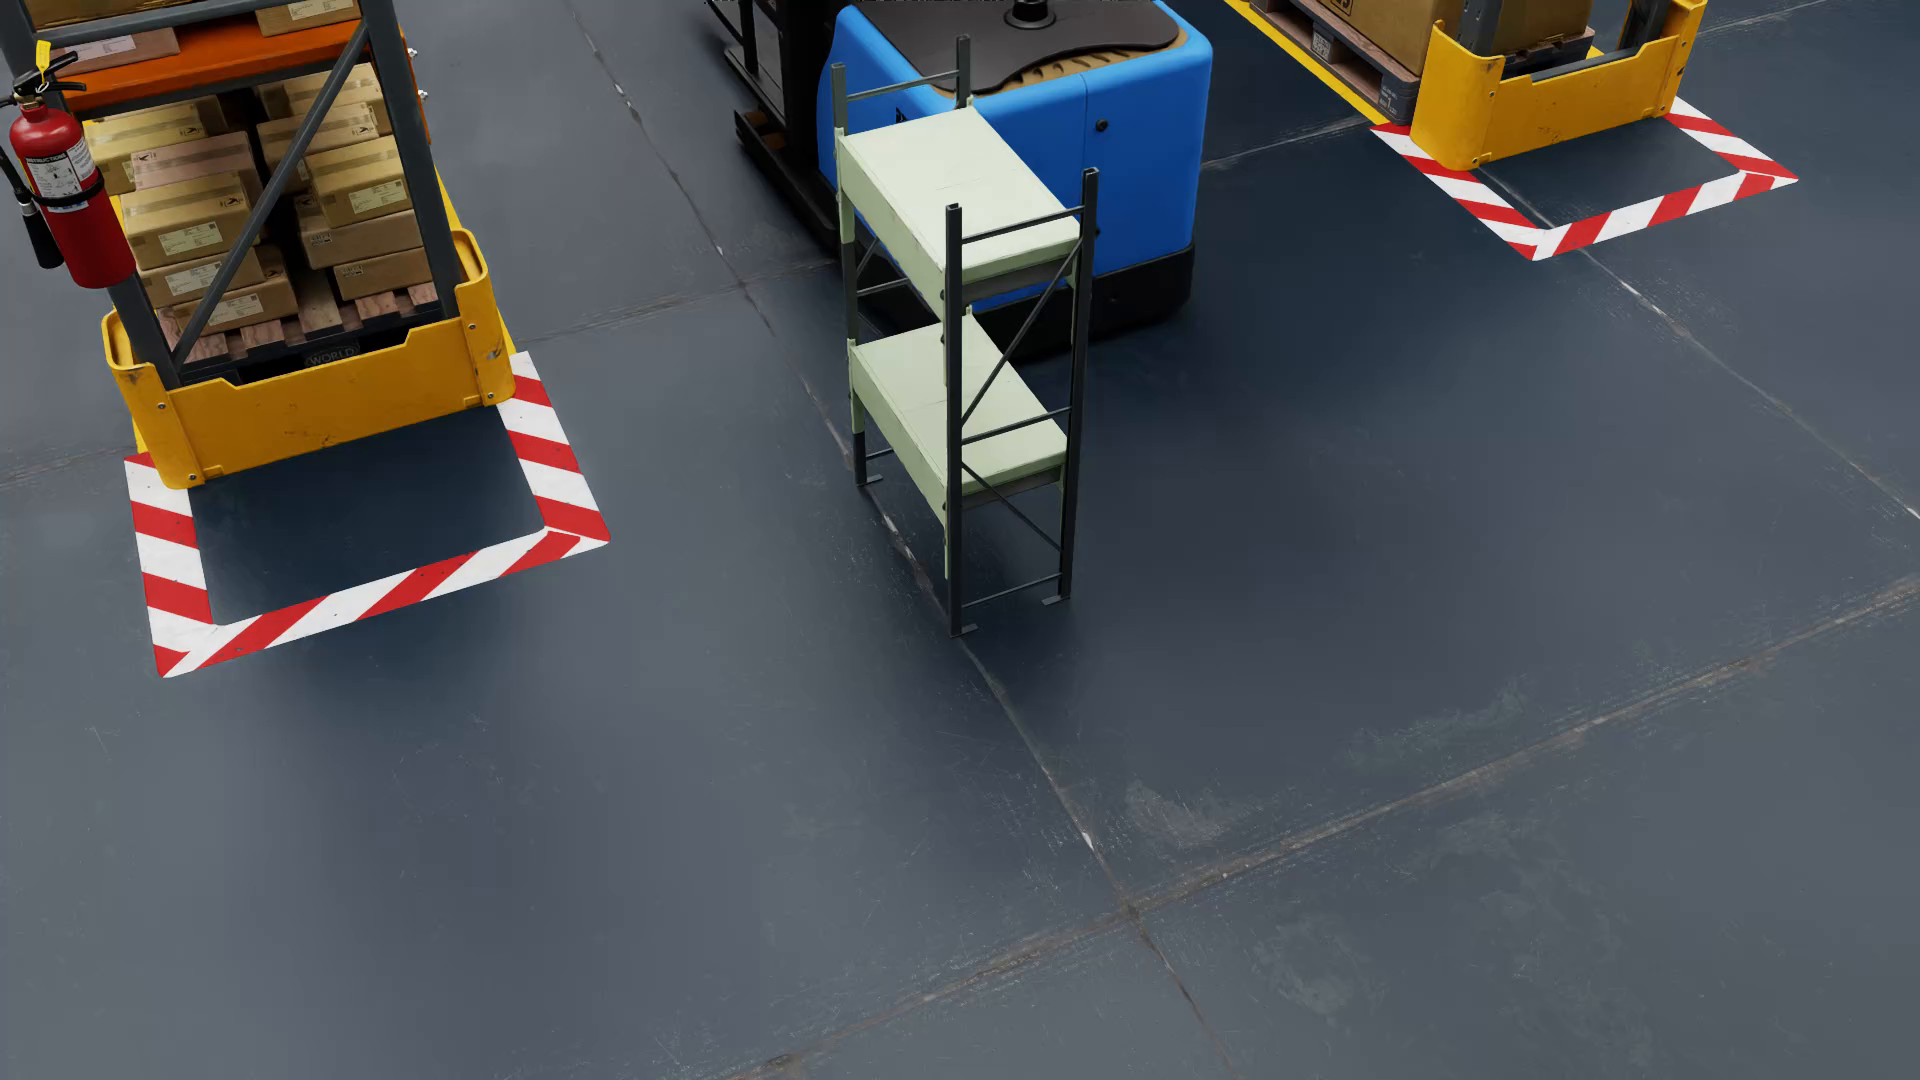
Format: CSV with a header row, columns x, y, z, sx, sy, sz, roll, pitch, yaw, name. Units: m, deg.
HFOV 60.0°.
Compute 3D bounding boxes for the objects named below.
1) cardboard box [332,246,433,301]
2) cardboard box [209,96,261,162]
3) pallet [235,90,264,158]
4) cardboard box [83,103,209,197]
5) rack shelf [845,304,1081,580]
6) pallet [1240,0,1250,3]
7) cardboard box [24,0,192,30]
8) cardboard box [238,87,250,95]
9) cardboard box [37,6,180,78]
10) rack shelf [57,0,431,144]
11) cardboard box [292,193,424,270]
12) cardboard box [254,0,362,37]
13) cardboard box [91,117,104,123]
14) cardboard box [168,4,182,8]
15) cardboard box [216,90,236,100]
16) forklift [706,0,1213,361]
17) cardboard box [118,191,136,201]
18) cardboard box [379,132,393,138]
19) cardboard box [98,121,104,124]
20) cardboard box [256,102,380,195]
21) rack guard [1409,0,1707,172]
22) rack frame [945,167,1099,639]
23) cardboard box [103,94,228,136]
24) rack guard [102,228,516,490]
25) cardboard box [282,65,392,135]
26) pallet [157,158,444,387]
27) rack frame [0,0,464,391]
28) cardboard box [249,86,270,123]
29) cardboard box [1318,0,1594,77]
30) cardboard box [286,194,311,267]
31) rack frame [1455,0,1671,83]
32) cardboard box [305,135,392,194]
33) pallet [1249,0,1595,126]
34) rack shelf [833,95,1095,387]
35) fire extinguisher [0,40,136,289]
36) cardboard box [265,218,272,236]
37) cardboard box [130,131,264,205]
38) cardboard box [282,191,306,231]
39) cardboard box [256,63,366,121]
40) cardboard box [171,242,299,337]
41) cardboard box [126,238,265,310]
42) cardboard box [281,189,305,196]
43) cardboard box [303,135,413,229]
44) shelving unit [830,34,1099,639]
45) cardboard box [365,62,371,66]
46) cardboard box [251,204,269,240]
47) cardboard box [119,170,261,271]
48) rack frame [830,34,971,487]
x,y,z,sx,sy,sz,roll,pitch,yaw,name
-2.021,-1.013,5.871,0.380,0.149,0.250,-17,47,-17,cardboard box
-2.812,-1.474,6.128,0.380,0.149,0.250,-19,48,-18,cardboard box
-2.942,-1.810,6.934,1.003,0.211,1.213,-18,47,-17,pallet
-2.821,-1.363,5.803,0.380,0.149,0.250,-19,48,-18,cardboard box
-0.003,-0.306,4.957,0.431,0.370,0.720,-18,47,-17,rack shelf
1.535,-3.120,8.262,1.003,0.211,1.213,-18,47,-17,pallet
-2.514,-1.801,4.657,0.500,0.500,0.500,-17,47,-17,cardboard box
-2.684,-1.918,6.577,0.380,0.149,0.250,-16,47,-15,cardboard box
-2.485,-1.484,4.798,0.380,0.149,0.250,-18,47,-17,cardboard box
-2.932,-2.468,6.128,1.077,0.370,4.000,-18,47,-17,rack shelf
-2.079,-1.100,5.748,0.380,0.149,0.250,-16,47,-16,cardboard box
-1.930,-1.663,4.979,0.380,0.149,0.250,-18,48,-18,cardboard box
-3.036,-1.702,6.146,0.380,0.149,0.250,-16,47,-16,cardboard box
-2.555,-1.654,4.969,0.380,0.149,0.250,-18,47,-17,cardboard box
-3.149,-1.847,6.717,0.380,0.149,0.250,-17,47,-16,cardboard box
-0.269,-2.651,5.850,1.130,2.935,3.031,-19,48,-18,forklift
-2.792,-1.273,5.923,0.380,0.149,0.250,-20,48,-19,cardboard box
-2.335,-1.616,6.271,0.380,0.149,0.250,-17,47,-16,cardboard box
-3.022,-1.599,6.254,0.380,0.149,0.250,-17,47,-17,cardboard box
-2.228,-1.370,5.810,0.380,0.149,0.250,-17,47,-17,cardboard box
2.462,-1.945,6.865,1.175,0.500,0.348,-18,47,-17,rack guard
0.151,-0.305,4.491,0.400,1.500,0.023,-18,47,-17,rack frame
-2.873,-1.547,5.989,0.380,0.149,0.250,-20,48,-19,cardboard box
-2.123,-0.608,5.510,1.175,0.500,0.348,-18,47,-17,rack guard
-2.218,-1.569,6.011,0.380,0.149,0.250,-18,47,-18,cardboard box
-2.433,-1.034,6.147,1.003,0.211,1.213,-18,47,-17,pallet
-2.091,-1.450,4.583,1.000,3.000,0.127,-18,47,-17,rack frame
-2.533,-1.757,6.414,0.380,0.149,0.250,-20,48,-19,cardboard box
2.110,-2.627,6.991,0.875,0.875,0.875,-18,47,-17,cardboard box
-2.205,-1.155,6.016,0.380,0.149,0.250,-18,47,-18,cardboard box
2.452,-2.850,6.003,1.000,3.000,0.127,-18,47,-17,rack frame
-2.142,-1.291,5.942,0.380,0.149,0.250,-18,47,-18,cardboard box
2.044,-2.344,7.475,1.003,0.211,1.213,-18,47,-17,pallet
-0.003,-0.816,4.453,0.431,0.370,0.720,-18,47,-17,rack shelf
-2.404,-0.992,4.441,0.296,0.674,0.183,-18,47,-17,fire extinguisher
-2.735,-1.186,6.047,0.380,0.149,0.250,-18,47,-18,cardboard box
-2.597,-1.236,5.674,0.380,0.149,0.250,-17,47,-17,cardboard box
-2.316,-1.311,6.174,0.380,0.149,0.250,-18,47,-17,cardboard box
-2.397,-1.702,6.147,0.380,0.149,0.250,-20,48,-19,cardboard box
-2.502,-0.858,5.715,0.380,0.149,0.250,-17,47,-17,cardboard box
-2.572,-0.942,5.588,0.380,0.149,0.250,-19,48,-18,cardboard box
-2.326,-1.421,6.073,0.380,0.149,0.250,-17,47,-17,cardboard box
-2.003,-1.230,5.668,0.380,0.149,0.250,-20,48,-19,cardboard box
-0.003,-0.538,4.728,0.431,1.500,0.755,-18,47,-17,shelving unit
-2.544,-1.826,6.695,0.380,0.149,0.250,-20,48,-19,cardboard box
-2.633,-1.125,5.773,0.380,0.149,0.250,-19,48,-18,cardboard box
-2.544,-1.059,5.494,0.380,0.149,0.250,-18,47,-17,cardboard box
-0.157,-0.771,4.964,0.400,1.500,0.023,-18,47,-17,rack frame
